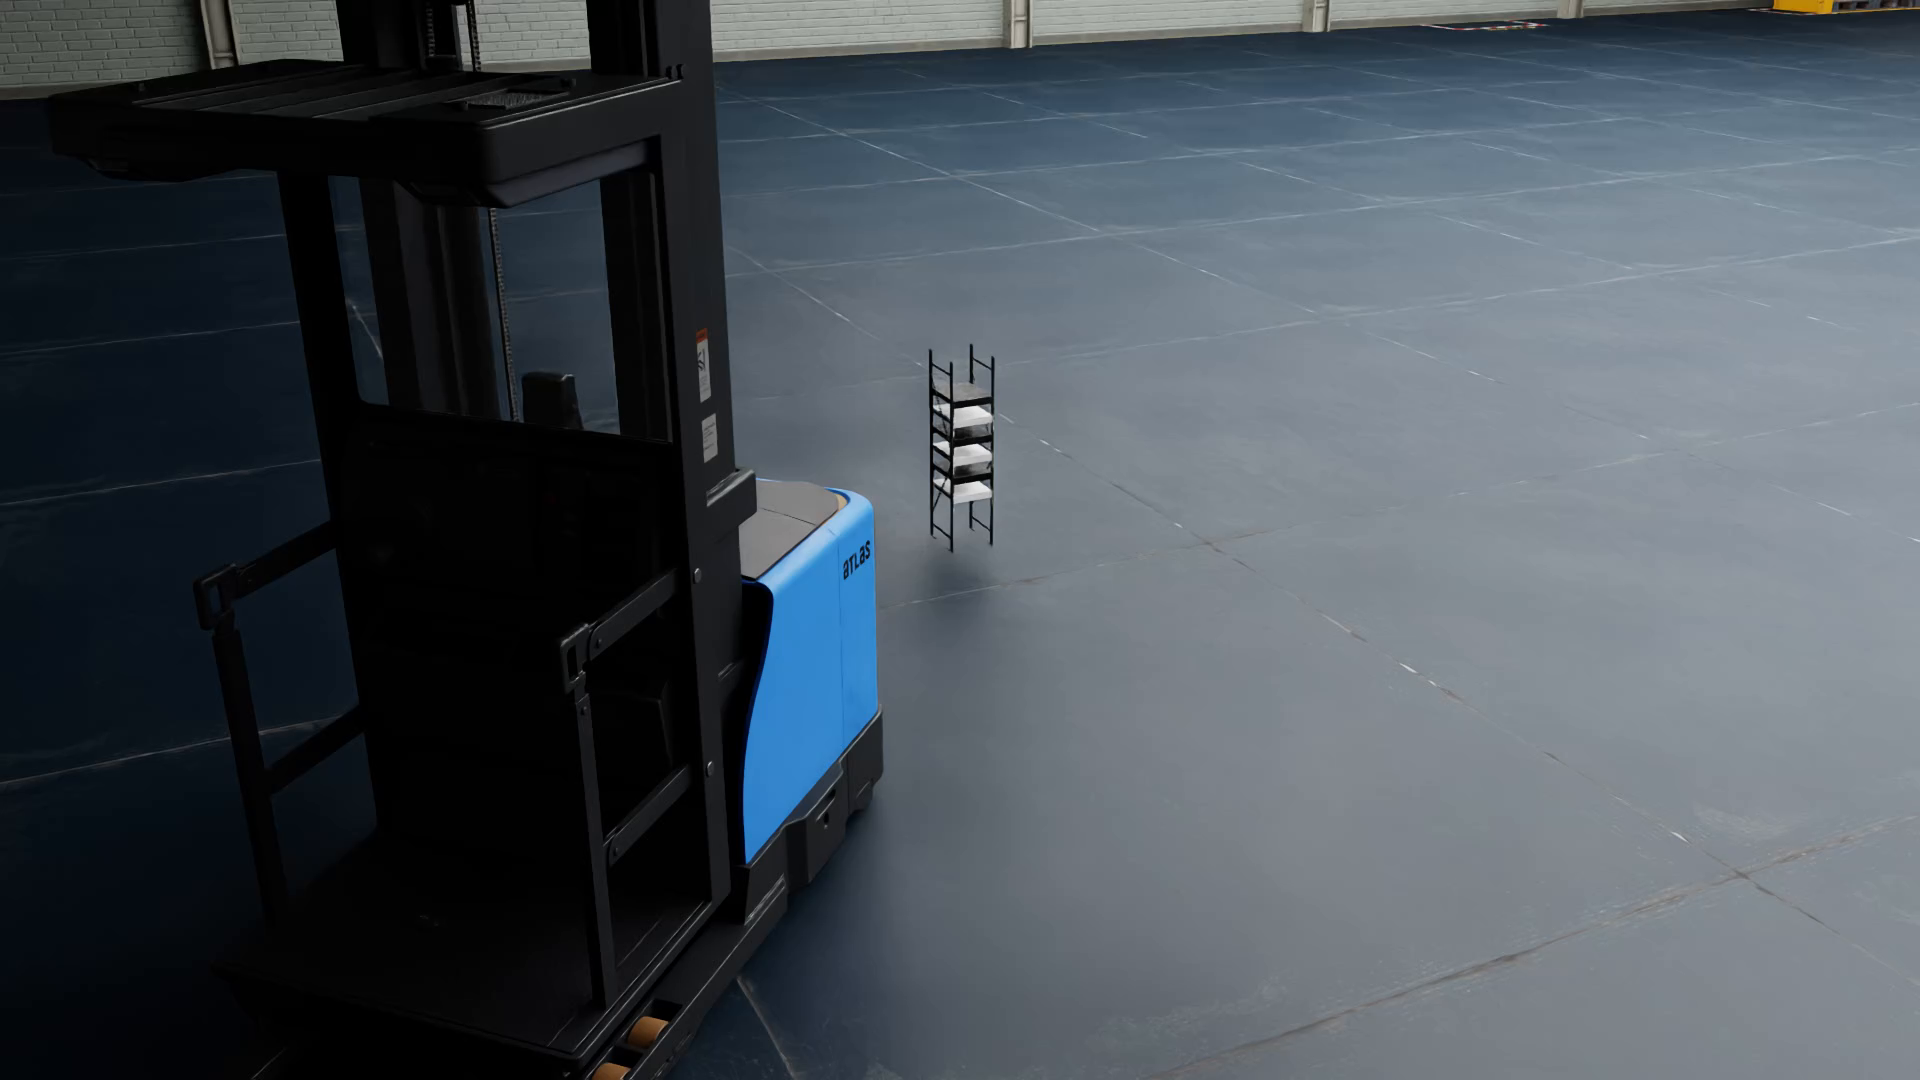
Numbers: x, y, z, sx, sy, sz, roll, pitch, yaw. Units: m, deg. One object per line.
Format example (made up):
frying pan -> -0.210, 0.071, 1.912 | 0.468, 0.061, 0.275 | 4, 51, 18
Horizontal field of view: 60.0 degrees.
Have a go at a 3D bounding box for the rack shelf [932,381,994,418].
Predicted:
rack shelf -> 0.007, -0.636, 7.491 | 0.200, 0.077, 0.258 | -10, 25, -24

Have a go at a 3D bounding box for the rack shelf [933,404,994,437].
rack shelf -> 0.007, -0.553, 7.525 | 0.200, 0.077, 0.258 | -10, 25, -24

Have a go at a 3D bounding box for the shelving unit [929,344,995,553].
shelving unit -> 0.007, -0.417, 7.581 | 0.210, 0.900, 0.258 | -10, 25, -24

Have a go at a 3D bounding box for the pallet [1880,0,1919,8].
pallet -> 19.919, -11.296, 34.763 | 1.213, 0.211, 1.003 | -10, 25, -24

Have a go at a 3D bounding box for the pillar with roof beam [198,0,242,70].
pillar with roof beam -> -8.004, -8.771, 17.172 | 0.400, 9.000, 9.100 | -10, 25, -24

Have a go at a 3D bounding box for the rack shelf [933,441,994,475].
rack shelf -> 0.007, -0.386, 7.594 | 0.200, 0.077, 0.258 | -10, 25, -24

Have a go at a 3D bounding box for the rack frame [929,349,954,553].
rack frame -> -0.084, -0.400, 7.540 | 0.006, 0.900, 0.240 | -10, 25, -24

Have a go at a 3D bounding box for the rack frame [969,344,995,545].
rack frame -> 0.099, -0.434, 7.622 | 0.006, 0.900, 0.240 | -10, 25, -24

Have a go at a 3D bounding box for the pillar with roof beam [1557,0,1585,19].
pillar with roof beam -> 13.621, -12.752, 26.790 | 0.400, 9.000, 9.100 | -10, 25, -24

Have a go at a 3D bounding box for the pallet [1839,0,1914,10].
pallet -> 18.818, -11.092, 34.270 | 1.213, 0.211, 1.003 | -10, 25, -24

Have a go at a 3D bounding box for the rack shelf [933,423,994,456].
rack shelf -> 0.007, -0.469, 7.559 | 0.200, 0.077, 0.258 | -10, 25, -24

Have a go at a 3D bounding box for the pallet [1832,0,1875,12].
pallet -> 17.721, -10.891, 33.785 | 1.213, 0.211, 1.003 | -10, 25, -24

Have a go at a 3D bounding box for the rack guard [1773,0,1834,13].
rack guard -> 16.973, -10.902, 33.434 | 0.348, 0.500, 1.175 | -10, 25, -24

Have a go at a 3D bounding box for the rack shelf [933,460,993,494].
rack shelf -> 0.007, -0.303, 7.628 | 0.200, 0.077, 0.258 | -10, 25, -24

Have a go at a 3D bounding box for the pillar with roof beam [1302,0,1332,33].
pillar with roof beam -> 8.215, -11.756, 24.385 | 0.400, 9.000, 9.100 | -10, 25, -24

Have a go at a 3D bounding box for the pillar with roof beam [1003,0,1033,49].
pillar with roof beam -> 2.808, -10.761, 21.981 | 0.400, 9.000, 9.100 | -10, 25, -24

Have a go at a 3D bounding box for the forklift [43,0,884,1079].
forklift -> -1.242, -0.049, 4.037 | 1.130, 2.935, 3.031 | 8, 24, 18

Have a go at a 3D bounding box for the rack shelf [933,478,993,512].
rack shelf -> 0.007, -0.220, 7.663 | 0.200, 0.077, 0.258 | -10, 25, -24
